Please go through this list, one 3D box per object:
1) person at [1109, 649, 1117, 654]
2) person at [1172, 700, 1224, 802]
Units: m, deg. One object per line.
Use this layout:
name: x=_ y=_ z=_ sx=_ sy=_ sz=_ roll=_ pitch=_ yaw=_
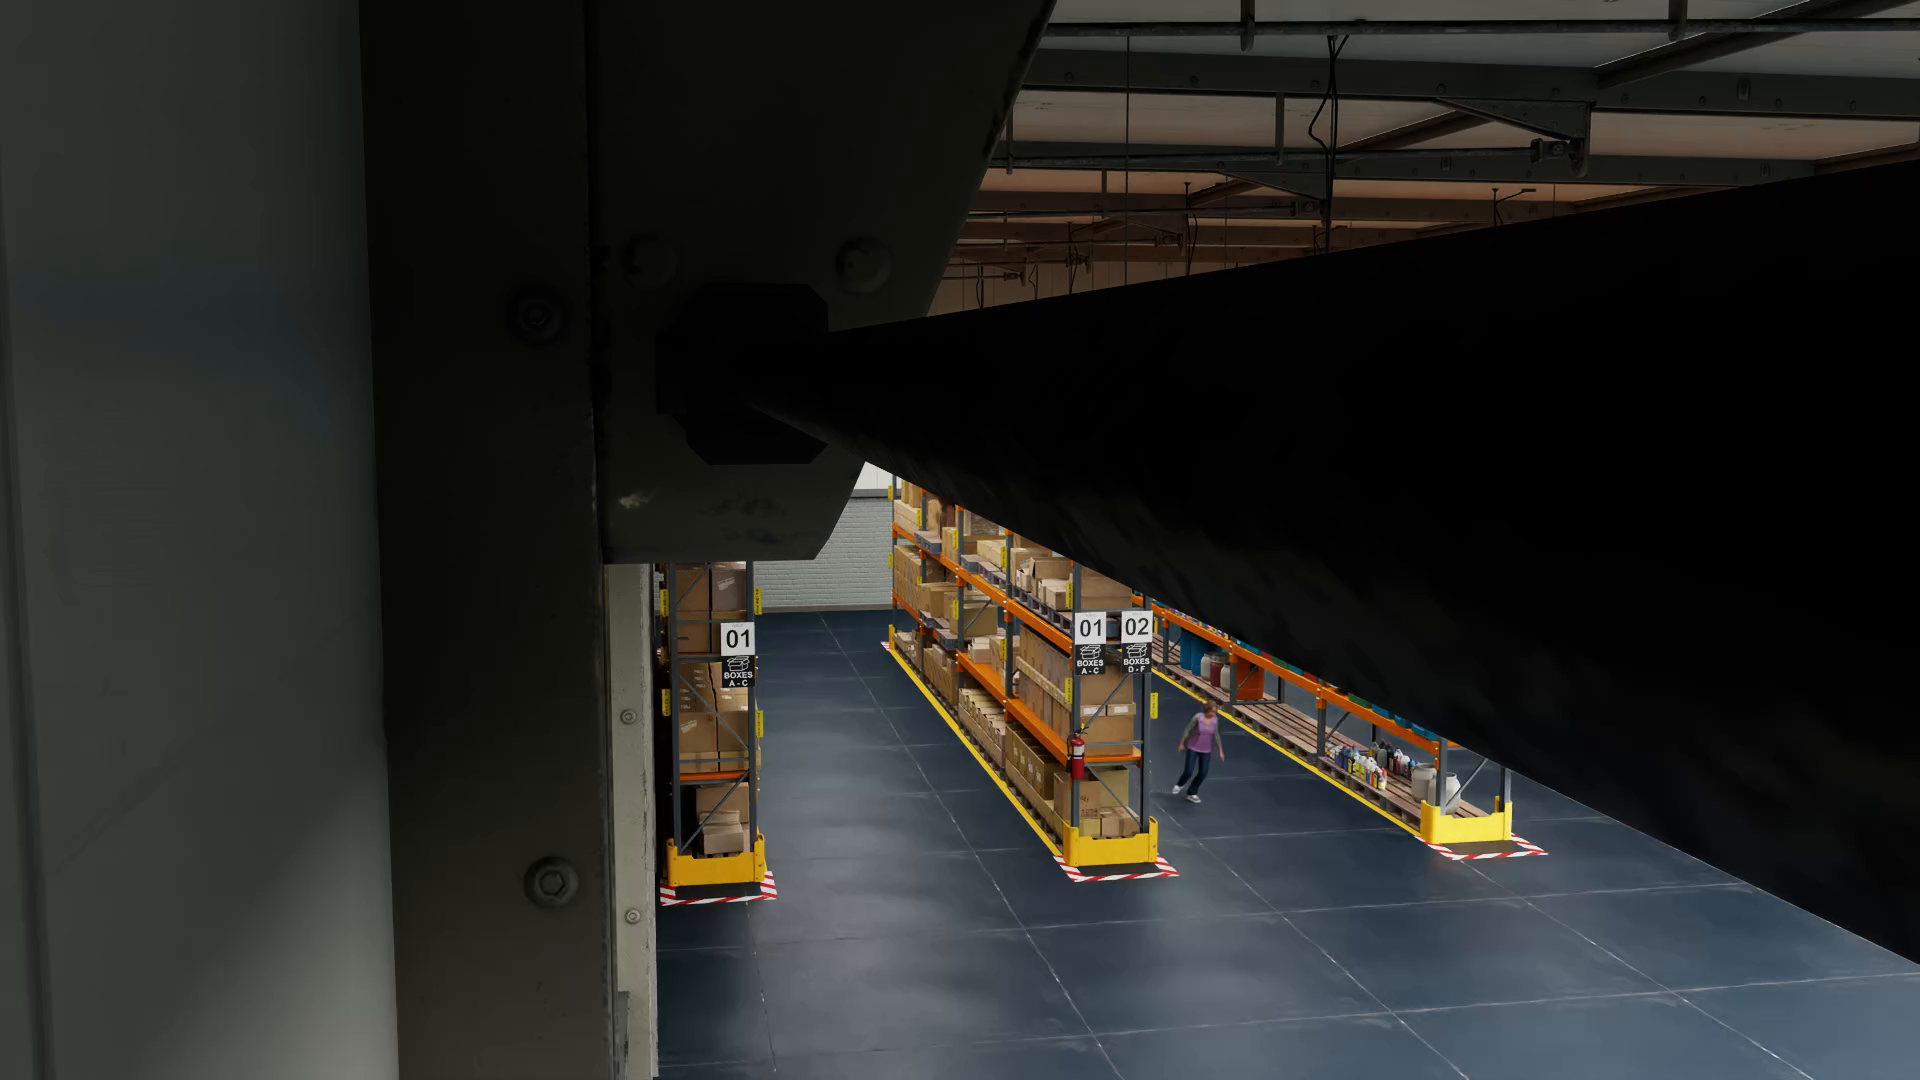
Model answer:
person: x=2.472 y=2.306 z=29.915 sx=0.703 sy=1.694 sz=1.023 roll=-2 pitch=7 yaw=-21
person: x=3.407 y=3.011 z=23.770 sx=0.661 sy=1.501 sz=0.607 roll=-1 pitch=6 yaw=-12
